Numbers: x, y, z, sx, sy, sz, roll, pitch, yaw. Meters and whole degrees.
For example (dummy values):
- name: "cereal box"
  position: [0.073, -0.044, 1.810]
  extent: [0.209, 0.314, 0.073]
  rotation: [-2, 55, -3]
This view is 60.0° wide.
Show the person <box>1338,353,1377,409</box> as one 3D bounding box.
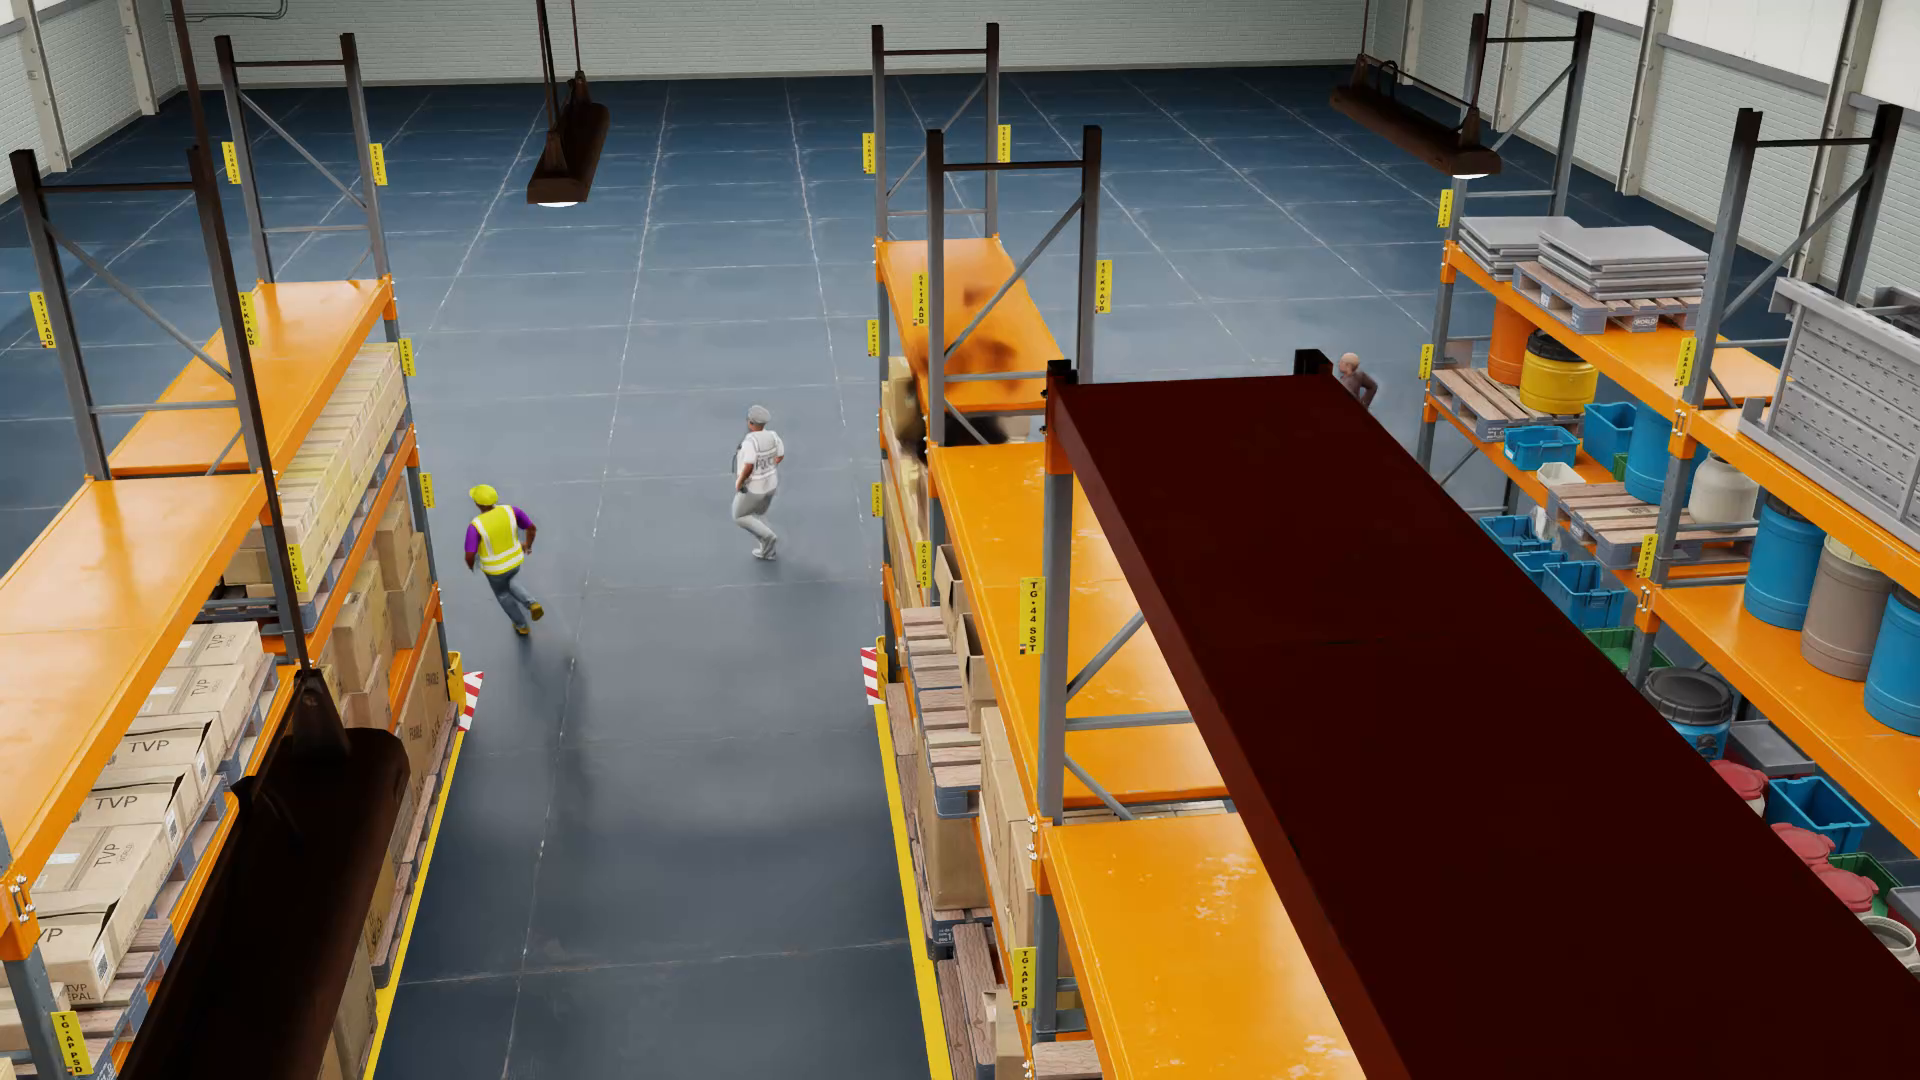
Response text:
- name: "person"
  position: [4.447, -1.274, 19.058]
  extent: [1.002, 1.812, 0.675]
  rotation: [8, 27, 16]

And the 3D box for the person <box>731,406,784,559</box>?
- name: "person"
  position: [-2.162, -0.592, 17.748]
  extent: [0.545, 1.744, 0.667]
  rotation: [17, 30, 31]

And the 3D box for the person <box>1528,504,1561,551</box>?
- name: "person"
  position: [5.801, 0.108, 16.504]
  extent: [0.589, 1.544, 0.618]
  rotation: [-21, 33, -37]

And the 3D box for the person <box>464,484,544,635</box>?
- name: "person"
  position: [-4.474, 0.207, 16.114]
  extent: [0.543, 1.692, 0.745]
  rotation: [22, 33, 38]
